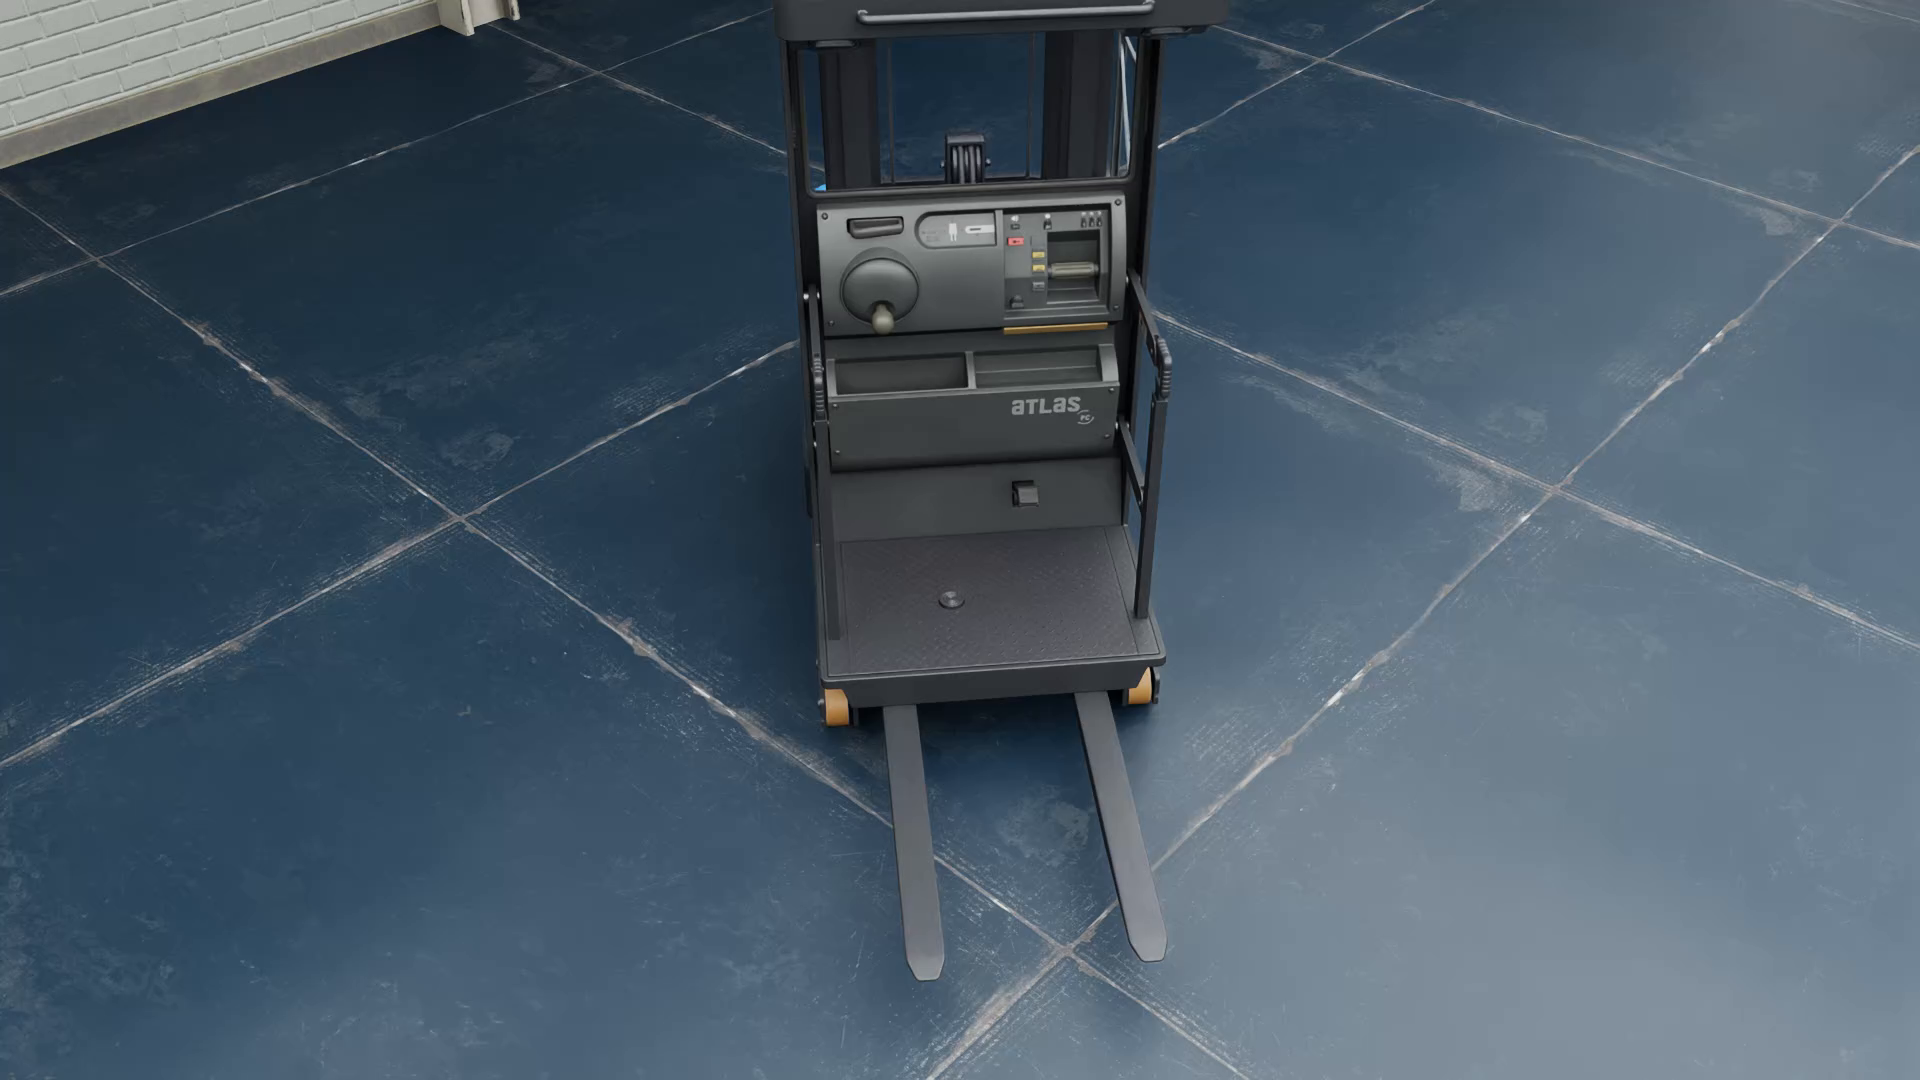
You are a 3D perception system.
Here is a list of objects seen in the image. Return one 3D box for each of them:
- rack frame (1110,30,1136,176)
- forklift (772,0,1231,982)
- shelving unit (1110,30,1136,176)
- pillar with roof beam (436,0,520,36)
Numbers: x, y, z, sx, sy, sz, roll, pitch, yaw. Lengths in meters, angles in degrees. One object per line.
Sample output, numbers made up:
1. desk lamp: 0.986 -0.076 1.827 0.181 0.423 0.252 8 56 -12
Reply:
1. rack frame: 0.652 -1.357 6.751 0.032 1.500 0.500 -2 39 -2
2. forklift: 0.063 -0.760 4.851 1.130 2.935 3.031 -4 39 -5
3. shelving unit: 0.145 -1.340 6.731 1.048 1.500 0.538 -2 39 -2
4. pillar with roof beam: 0.204 -4.931 5.221 9.100 9.000 0.400 30 47 32
